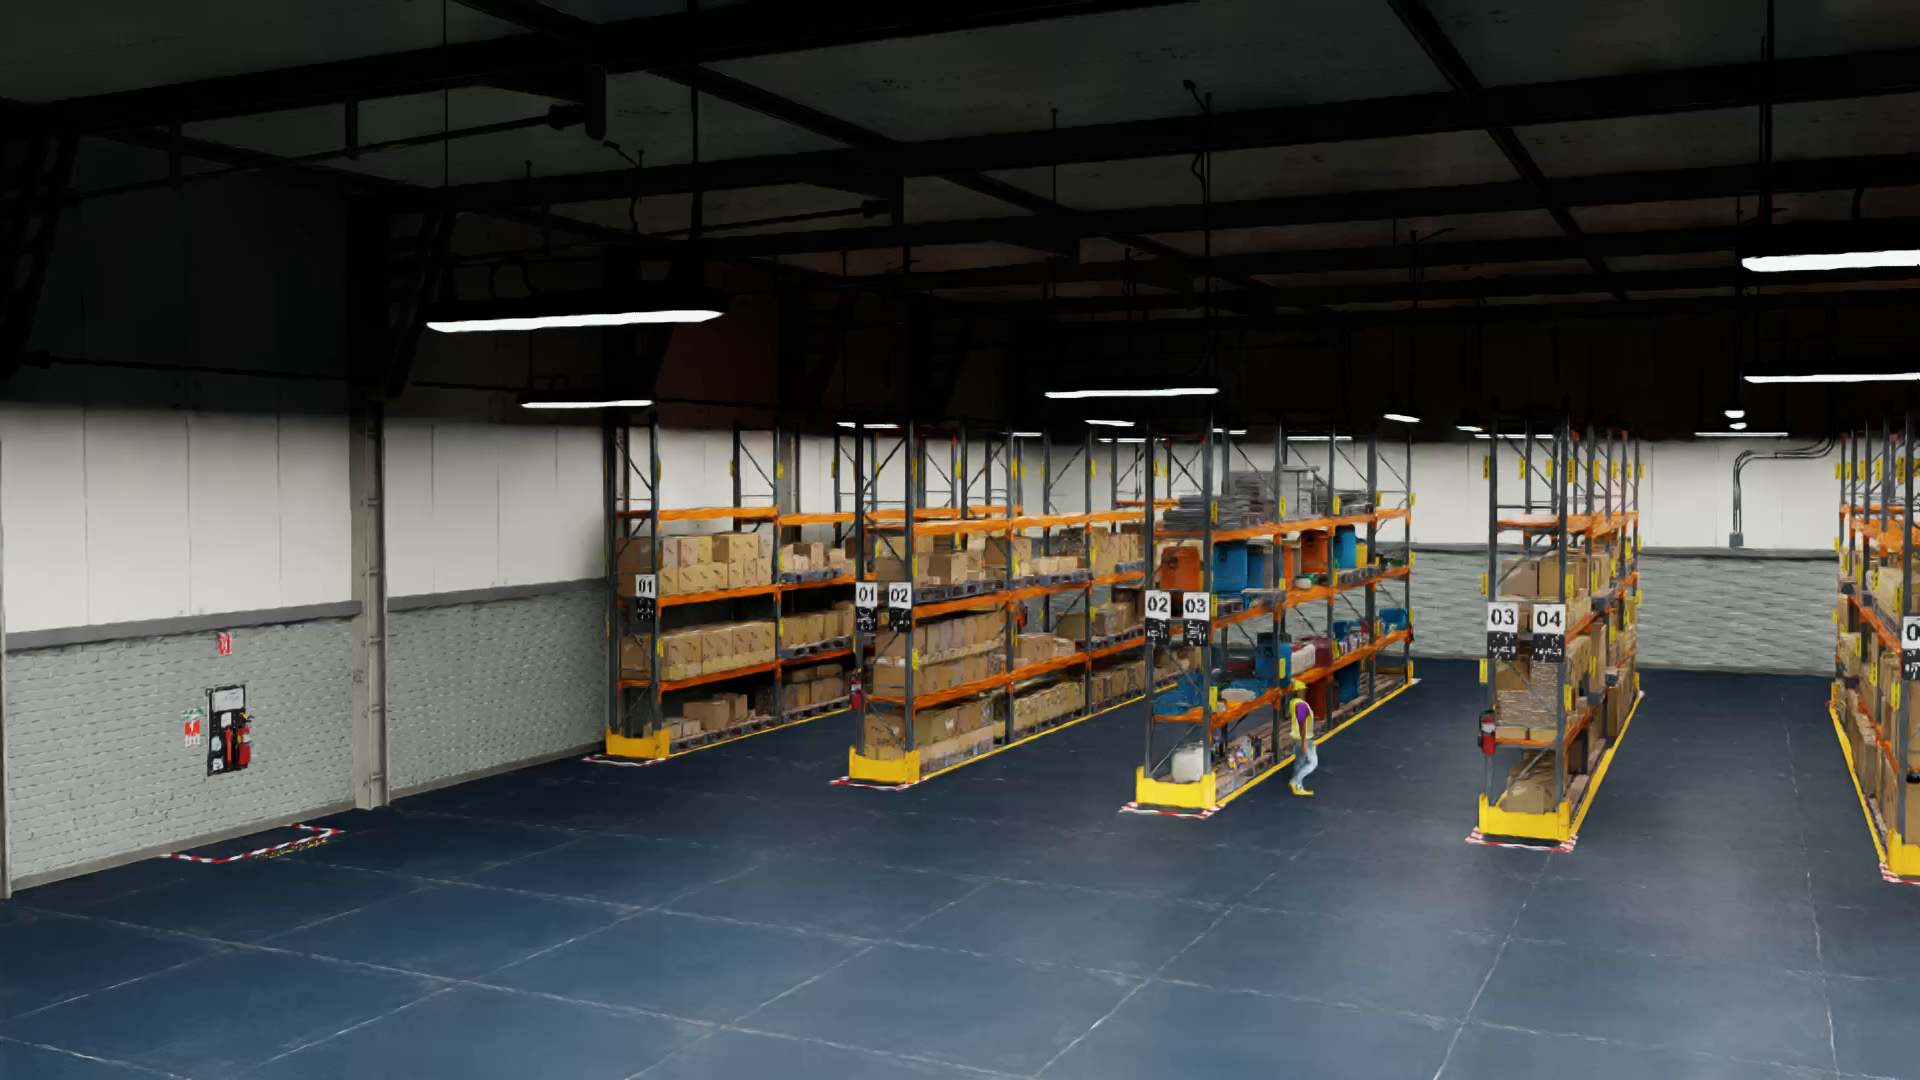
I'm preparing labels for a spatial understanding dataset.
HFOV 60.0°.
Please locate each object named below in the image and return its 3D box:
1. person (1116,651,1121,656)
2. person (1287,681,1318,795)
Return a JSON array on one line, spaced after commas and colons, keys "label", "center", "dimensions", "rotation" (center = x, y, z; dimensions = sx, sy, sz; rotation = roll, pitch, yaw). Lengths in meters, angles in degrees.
[{"label": "person", "center": [3.866, 2.434, 42.012], "dimensions": [0.580, 1.619, 0.507], "rotation": [1, 3, 24]}, {"label": "person", "center": [5.227, 3.044, 25.508], "dimensions": [0.457, 1.763, 0.609], "rotation": [0, 2, -2]}]
